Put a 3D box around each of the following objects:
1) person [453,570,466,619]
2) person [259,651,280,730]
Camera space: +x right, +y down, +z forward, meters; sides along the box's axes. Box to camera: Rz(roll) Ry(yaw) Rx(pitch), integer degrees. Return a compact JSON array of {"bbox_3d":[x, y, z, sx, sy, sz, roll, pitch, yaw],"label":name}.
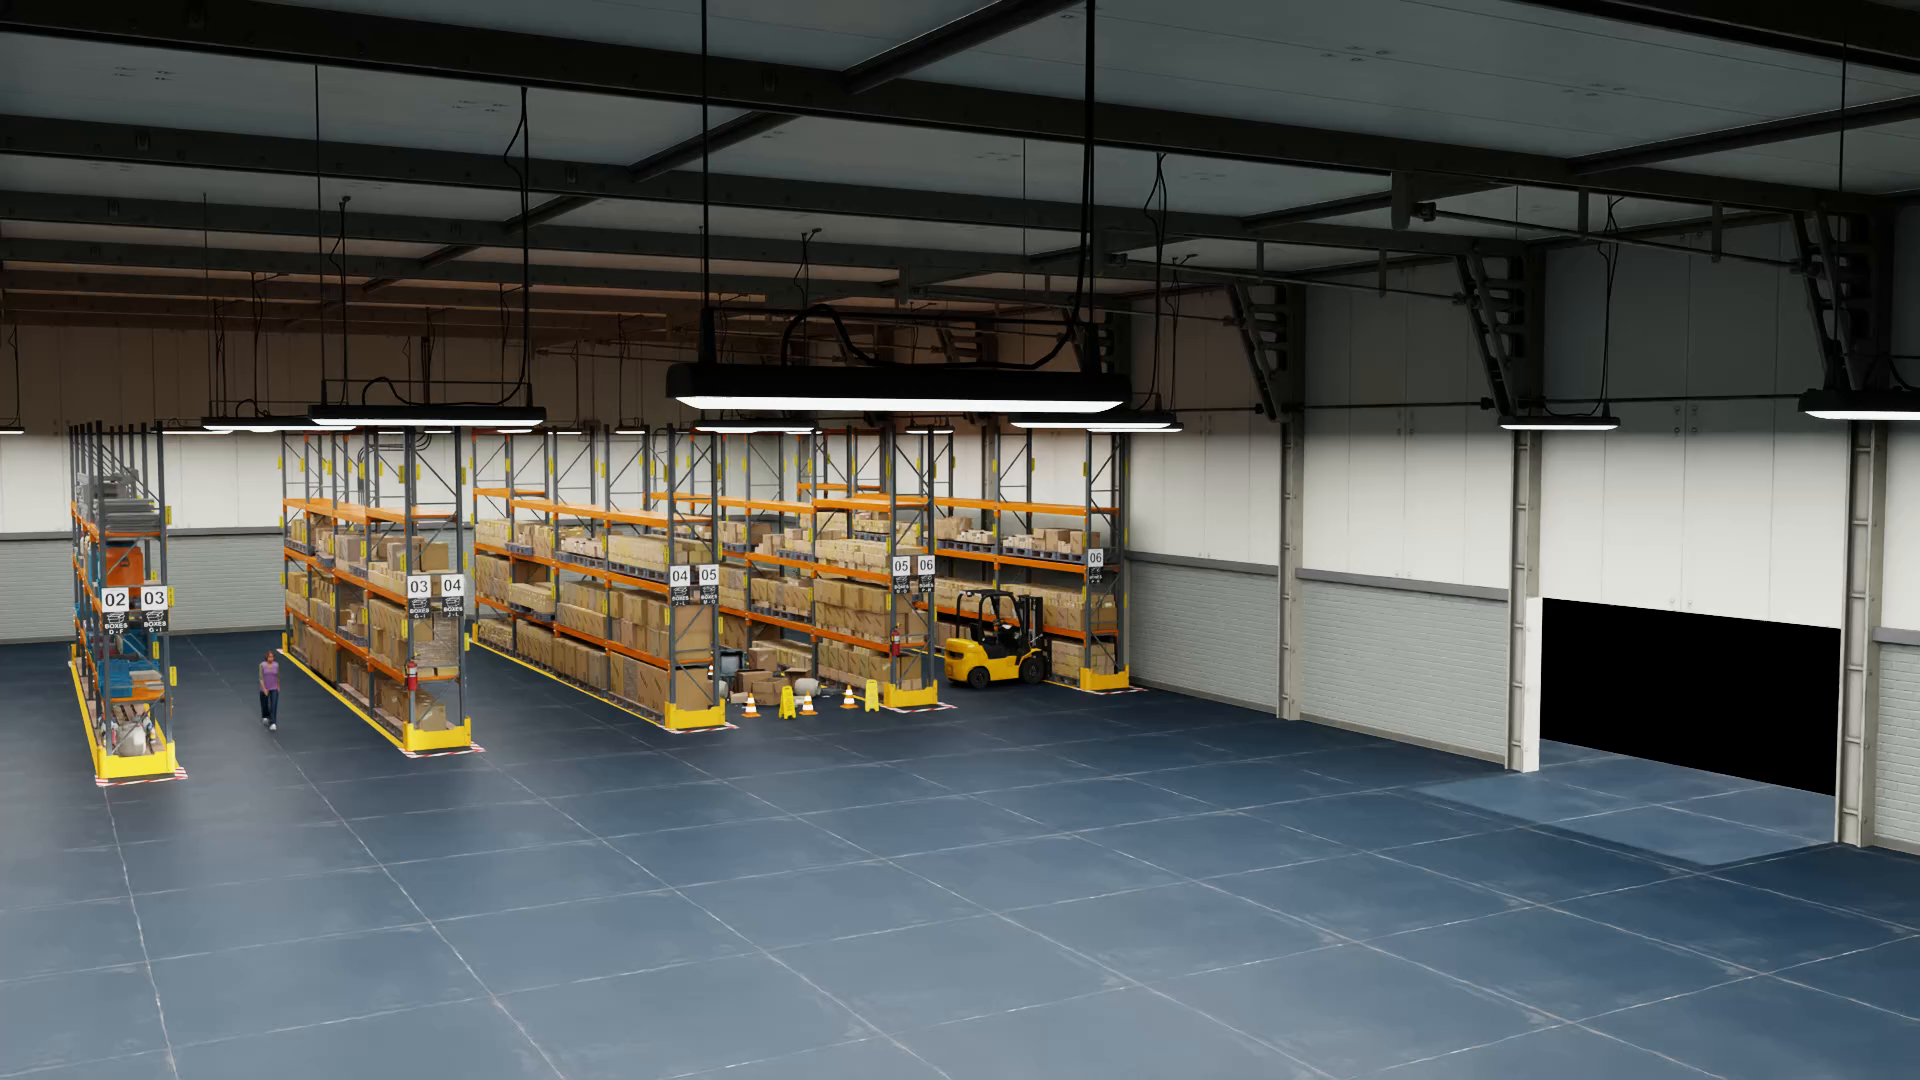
[{"bbox_3d":[-15.155,1.763,49.895,0.634,1.760,0.935,2,4,30],"label":"person"},{"bbox_3d":[-13.560,2.930,32.687,0.401,1.517,0.986,-2,4,-27],"label":"person"}]
